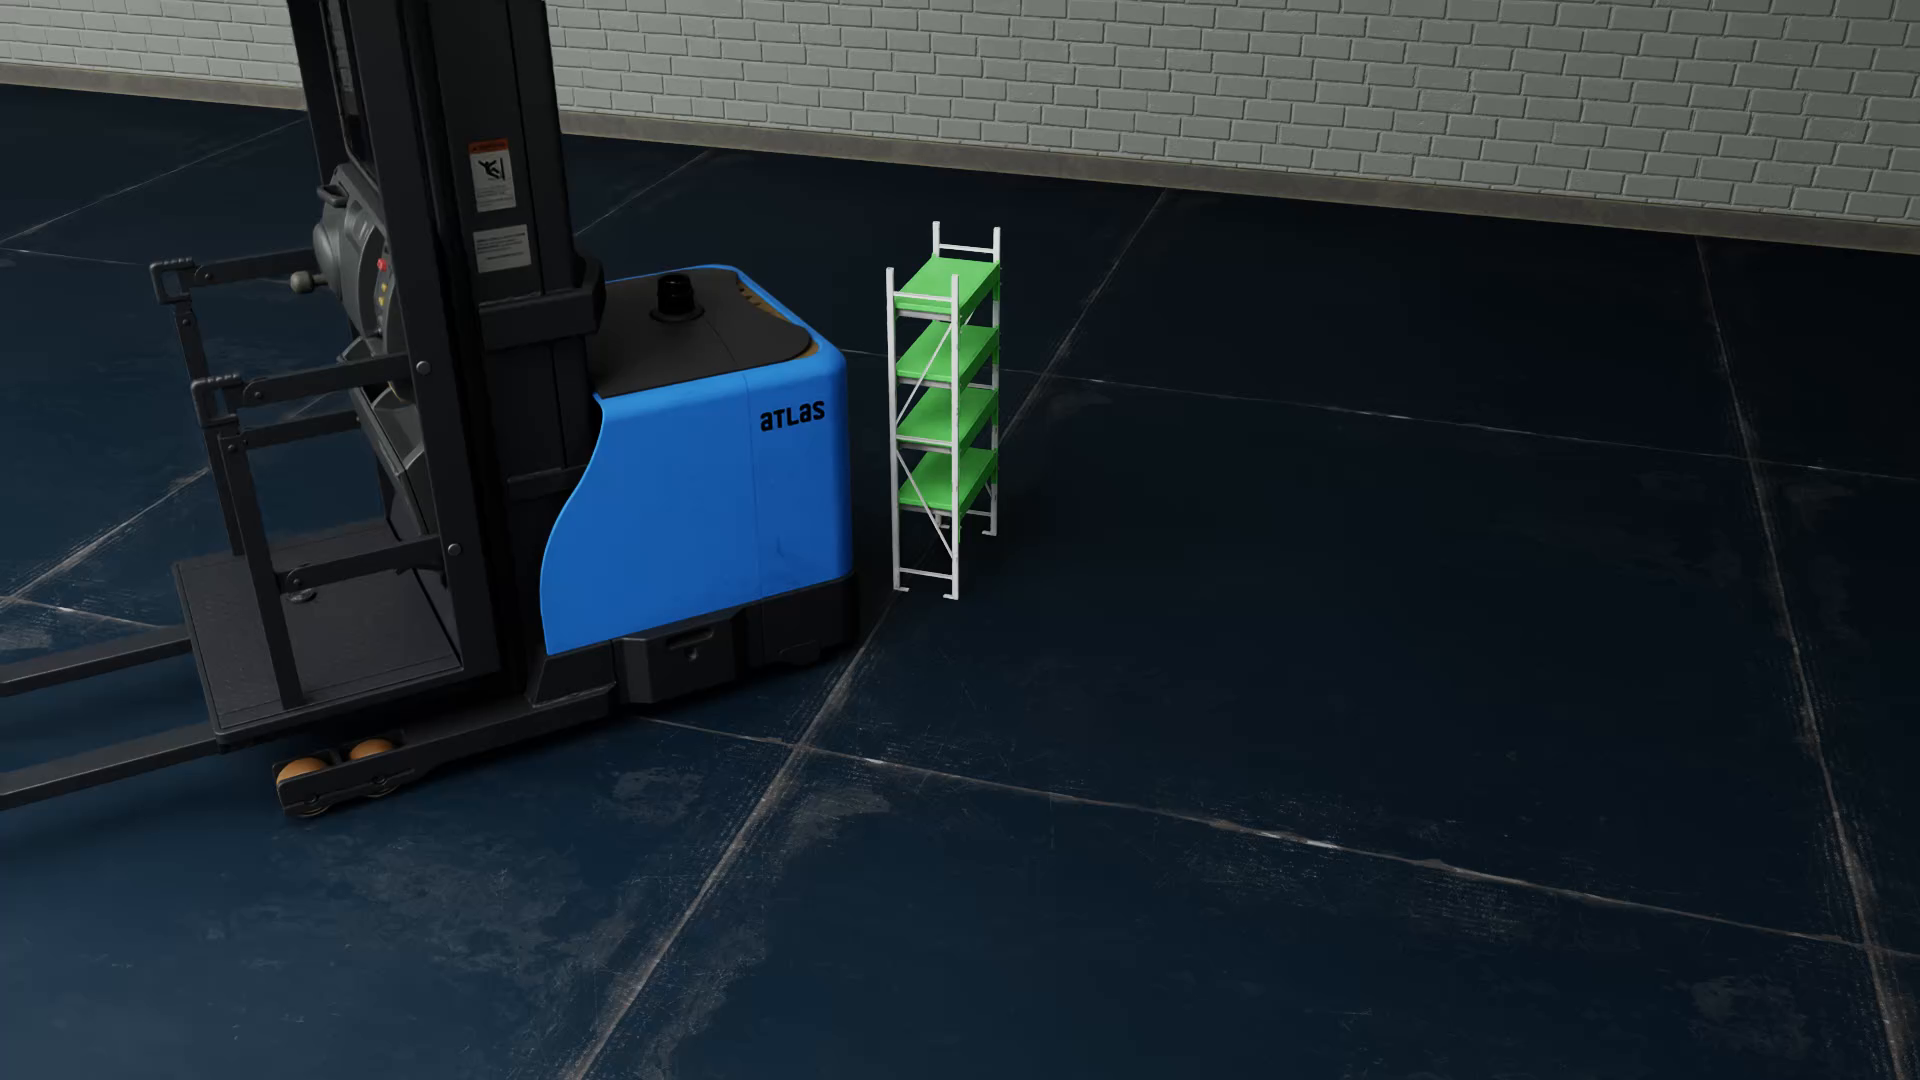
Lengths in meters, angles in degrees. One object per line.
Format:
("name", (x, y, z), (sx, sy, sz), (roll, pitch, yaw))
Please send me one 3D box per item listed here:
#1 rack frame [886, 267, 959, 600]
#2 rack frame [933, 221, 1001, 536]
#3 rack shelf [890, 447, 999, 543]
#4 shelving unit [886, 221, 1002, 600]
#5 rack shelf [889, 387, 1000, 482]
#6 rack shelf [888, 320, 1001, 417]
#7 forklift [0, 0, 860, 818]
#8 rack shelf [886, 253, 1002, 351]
("rack frame", (-0.120, -0.334, 5.616), (0.240, 1.200, 0.015), (8, 30, 15))
("rack frame", (0.023, -0.561, 6.024), (0.240, 1.200, 0.015), (8, 30, 15))
("rack shelf", (-0.049, -0.182, 5.968), (0.258, 0.148, 0.480), (8, 30, 15))
("shelving unit", (-0.049, -0.447, 5.820), (0.258, 1.200, 0.503), (8, 30, 15))
("rack shelf", (-0.049, -0.392, 5.851), (0.258, 0.148, 0.480), (8, 30, 15))
("rack shelf", (-0.049, -0.601, 5.734), (0.258, 0.148, 0.480), (8, 30, 15))
("forklift", (-1.877, -0.774, 4.627), (3.031, 2.935, 1.130), (-15, 32, -25))
("rack shelf", (-0.049, -0.811, 5.618), (0.258, 0.148, 0.480), (8, 30, 15))
